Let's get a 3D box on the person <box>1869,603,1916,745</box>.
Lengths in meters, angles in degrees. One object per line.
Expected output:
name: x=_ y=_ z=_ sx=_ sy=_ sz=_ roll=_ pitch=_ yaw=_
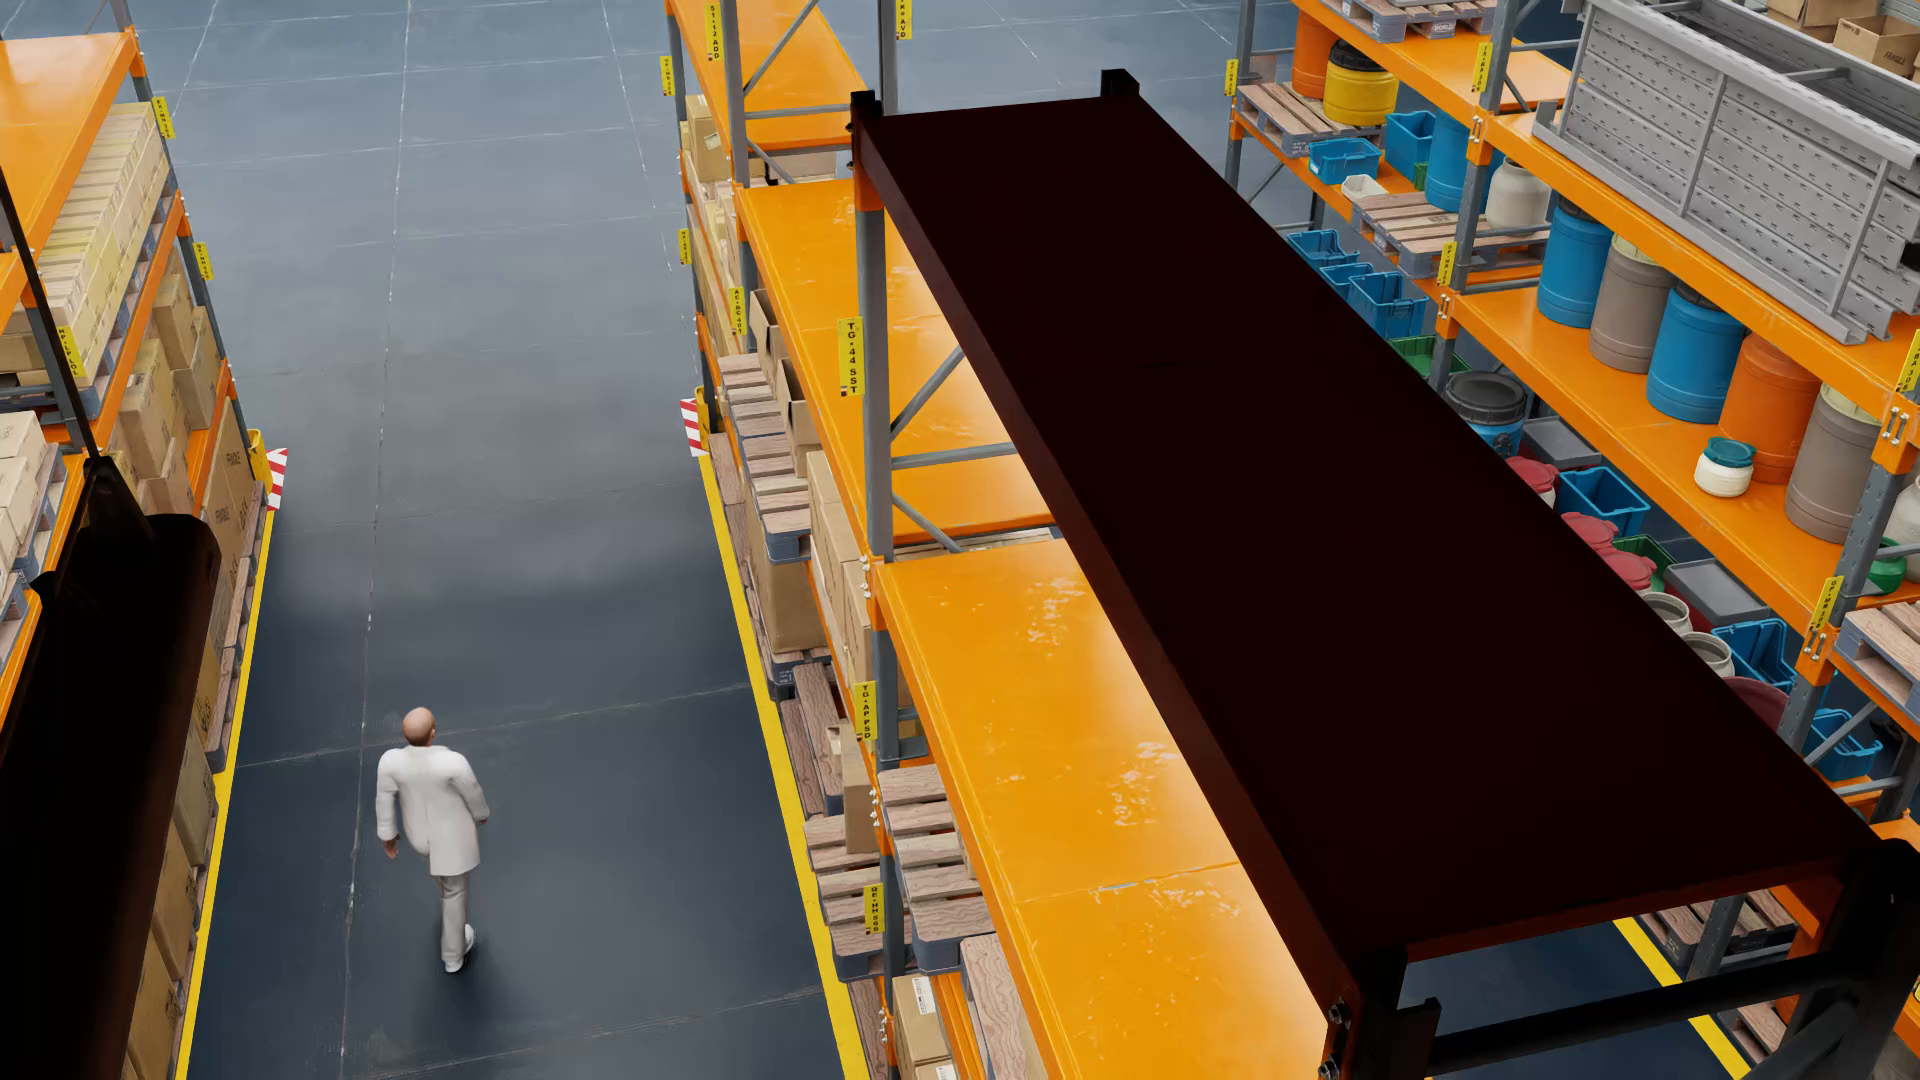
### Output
person: x=6.692 y=0.801 z=11.434 sx=0.637 sy=1.707 sz=0.585 roll=-18 pitch=38 yaw=-25

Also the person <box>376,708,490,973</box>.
person: x=-3.136 y=1.718 z=10.045 sx=0.622 sy=1.804 sz=0.869 roll=5 pitch=35 yaw=7
